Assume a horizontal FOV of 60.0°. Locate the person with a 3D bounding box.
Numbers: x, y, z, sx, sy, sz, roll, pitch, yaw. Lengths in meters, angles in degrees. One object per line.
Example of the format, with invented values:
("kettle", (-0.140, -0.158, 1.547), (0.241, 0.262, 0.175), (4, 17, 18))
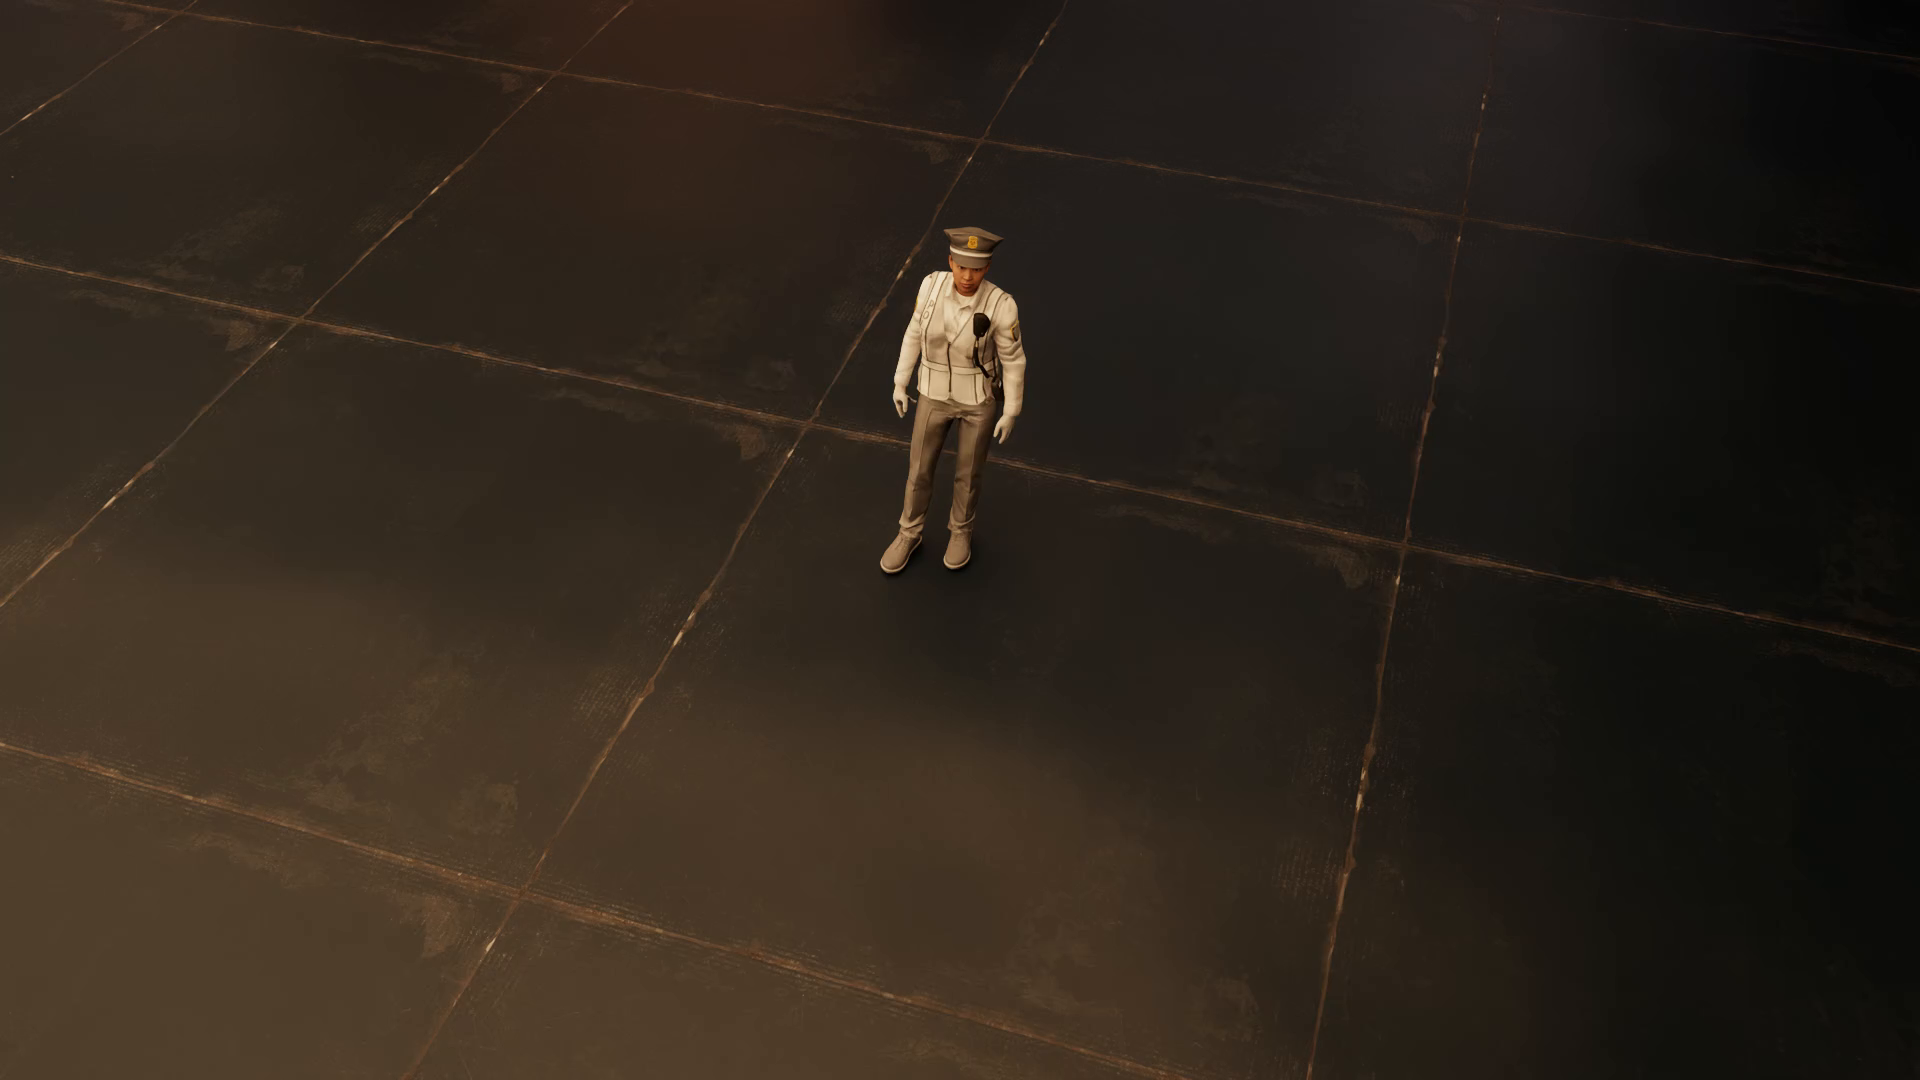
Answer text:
("person", (-0.028, -0.582, 7.212), (0.586, 1.694, 0.530), (12, 44, 13))
